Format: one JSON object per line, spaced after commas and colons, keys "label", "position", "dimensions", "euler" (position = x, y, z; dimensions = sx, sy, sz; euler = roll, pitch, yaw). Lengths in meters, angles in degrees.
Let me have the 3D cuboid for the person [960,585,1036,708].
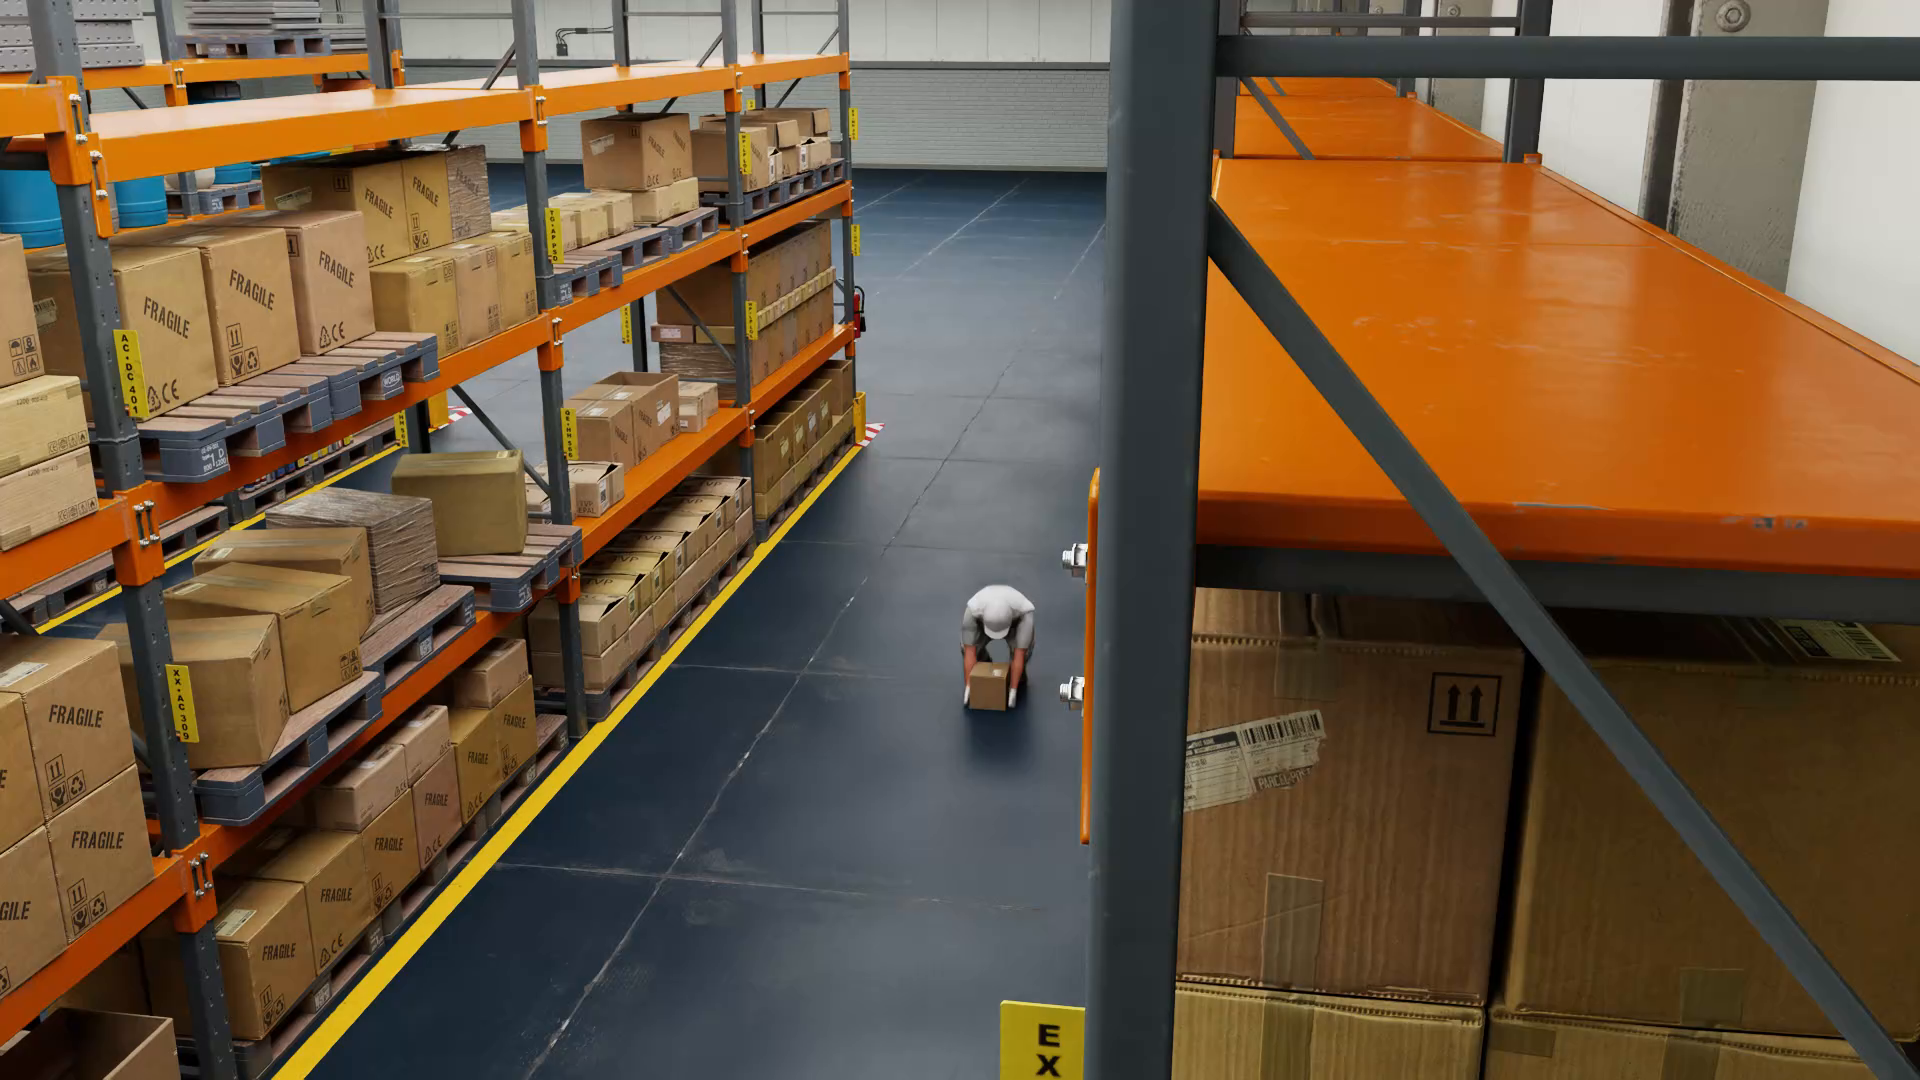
{"label": "person", "position": [0.264, 0.703, 11.623], "dimensions": [0.538, 0.873, 0.926], "euler": [3, 18, 8]}
